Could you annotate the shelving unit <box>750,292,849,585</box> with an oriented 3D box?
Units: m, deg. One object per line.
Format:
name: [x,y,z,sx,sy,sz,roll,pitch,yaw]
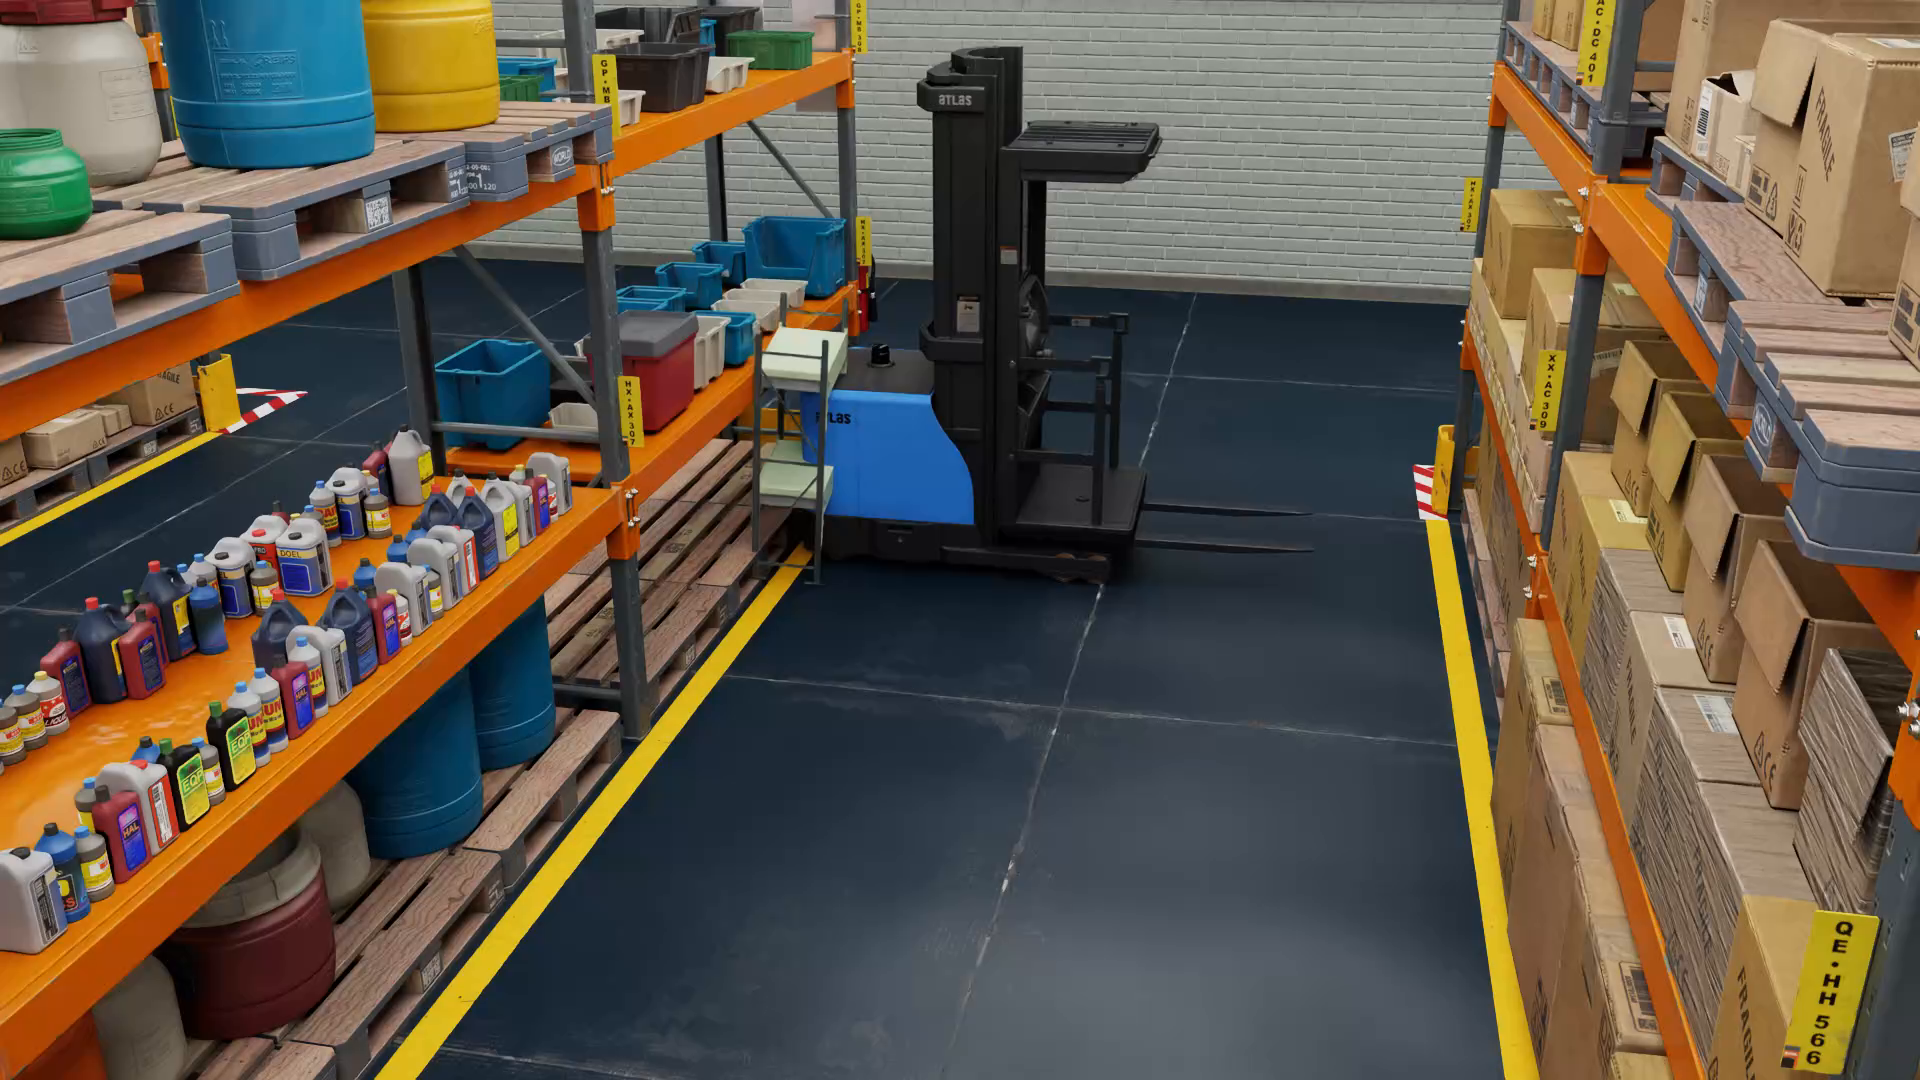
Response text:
shelving unit: [-0.932,-0.591,9.691,0.431,1.500,0.755,6,26,3]

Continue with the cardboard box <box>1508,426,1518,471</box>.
cardboard box: [2.750,-0.407,7.686,0.380,0.149,0.250,5,22,12]

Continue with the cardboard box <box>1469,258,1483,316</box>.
cardboard box: [3.305,-1.482,9.820,0.500,0.250,0.500,4,22,9]

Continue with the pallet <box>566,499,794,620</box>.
pallet: [-1.639,0.091,9.845,1.003,0.211,1.213,4,22,11]

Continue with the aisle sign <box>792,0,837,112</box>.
aisle sign: [-0.880,-3.156,10.694,0.394,0.787,0.004,4,22,11]

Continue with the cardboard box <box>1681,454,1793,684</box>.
cardboard box: [2.466,0.096,4.624,0.797,0.503,0.637,5,23,13]

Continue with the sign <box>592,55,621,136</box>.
sign: [-1.460,-1.836,6.870,0.100,0.325,0.005,4,22,11]

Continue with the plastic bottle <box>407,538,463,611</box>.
plastic bottle: [-1.967,0.111,6.230,0.152,0.276,0.135,4,22,11]

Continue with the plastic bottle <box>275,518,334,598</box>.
plastic bottle: [-2.505,0.065,6.343,0.152,0.276,0.135,4,22,11]

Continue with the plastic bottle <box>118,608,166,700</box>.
plastic bottle: [-2.737,0.379,5.554,0.061,0.283,0.133,4,22,11]

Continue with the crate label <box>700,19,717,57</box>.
crate label: [-1.686,-2.956,9.861,0.408,0.251,0.502,4,22,11]

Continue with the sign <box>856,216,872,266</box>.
sign: [-0.640,-1.986,11.050,0.100,0.325,0.005,4,22,11]

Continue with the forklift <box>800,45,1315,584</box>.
forklift: [0.619,-1.316,9.699,3.031,2.935,1.130,4,22,10]

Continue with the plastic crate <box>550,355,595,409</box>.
plastic crate: [-2.033,-0.813,8.645,0.437,0.125,0.590,4,22,11]

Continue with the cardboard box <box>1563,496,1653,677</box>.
cardboard box: [2.410,0.181,5.754,0.500,0.500,0.500,4,22,11]

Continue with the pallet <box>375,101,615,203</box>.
pallet: [-2.062,-1.493,6.282,1.213,0.211,1.003,4,22,11]

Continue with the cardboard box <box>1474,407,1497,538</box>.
cardboard box: [3.615,-0.537,9.955,0.875,0.875,0.875,4,22,11]

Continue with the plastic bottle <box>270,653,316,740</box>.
plastic bottle: [-2.129,0.481,5.300,0.061,0.283,0.133,4,22,11]

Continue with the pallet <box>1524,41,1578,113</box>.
pallet: [3.279,-2.199,7.902,1.003,0.211,1.213,4,22,11]

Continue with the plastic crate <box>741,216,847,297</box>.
plastic crate: [-1.067,-1.853,10.813,0.616,0.435,0.499,4,22,11]

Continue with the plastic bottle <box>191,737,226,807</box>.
plastic bottle: [-2.237,0.680,4.916,0.097,0.201,0.097,0,22,0]

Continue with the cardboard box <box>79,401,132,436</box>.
cardboard box: [-6.071,-0.856,11.667,0.380,0.166,0.250,4,22,11]

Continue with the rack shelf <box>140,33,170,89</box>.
rack shelf: [-6.438,-2.651,9.869,1.077,0.370,4.000,4,22,11]

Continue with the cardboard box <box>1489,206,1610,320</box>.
cardboard box: [3.103,-1.457,8.755,0.500,0.500,0.500,4,22,9]

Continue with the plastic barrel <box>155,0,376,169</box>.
plastic barrel: [-2.196,-1.666,5.226,0.600,0.901,0.708,4,22,11]

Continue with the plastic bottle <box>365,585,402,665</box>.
plastic bottle: [-2.017,0.280,5.799,0.061,0.283,0.133,4,22,11]

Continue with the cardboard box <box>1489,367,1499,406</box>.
cardboard box: [2.959,-0.785,8.623,0.380,0.149,0.250,4,22,10]

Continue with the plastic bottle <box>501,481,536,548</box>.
plastic bottle: [-1.836,-0.123,6.810,0.152,0.276,0.135,4,22,11]

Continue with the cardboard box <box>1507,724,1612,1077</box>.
cardboard box: [2.558,1.248,5.522,1.225,0.875,0.875,4,22,9]

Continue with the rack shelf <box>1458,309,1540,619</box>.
rack shelf: [3.259,-0.503,8.551,1.077,0.370,4.000,4,22,11]

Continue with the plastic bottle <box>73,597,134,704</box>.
plastic bottle: [-2.843,0.349,5.537,0.144,0.351,0.185,4,22,11]

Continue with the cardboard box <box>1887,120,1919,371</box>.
cardboard box: [2.089,-0.505,2.877,0.797,0.503,0.637,6,23,14]

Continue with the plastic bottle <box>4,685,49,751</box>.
plastic bottle: [-2.942,0.553,5.232,0.097,0.201,0.097,0,22,0]

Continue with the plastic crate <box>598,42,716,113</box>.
plastic crate: [-1.476,-2.247,8.078,0.497,0.269,0.590,4,22,11]

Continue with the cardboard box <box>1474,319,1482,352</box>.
cardboard box: [3.169,-1.160,9.554,0.380,0.149,0.250,4,22,10]

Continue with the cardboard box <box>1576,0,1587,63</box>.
cardboard box: [3.066,-2.272,7.134,0.700,0.500,0.500,6,23,14]

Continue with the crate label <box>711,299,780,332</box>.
crate label: [-1.277,-1.331,9.915,0.396,0.136,0.243,4,22,11]

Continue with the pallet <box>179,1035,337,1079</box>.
pallet: [-2.694,1.982,5.150,1.003,0.211,1.213,4,22,11]

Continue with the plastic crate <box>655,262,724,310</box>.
plastic crate: [-1.689,-1.590,10.430,0.416,0.233,0.300,4,22,11]

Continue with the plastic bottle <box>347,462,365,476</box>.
plastic bottle: [-2.543,-0.194,6.992,0.097,0.271,0.097,0,22,0]

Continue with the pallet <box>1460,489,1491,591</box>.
pallet: [3.580,0.024,10.013,1.003,0.211,1.213,4,22,11]

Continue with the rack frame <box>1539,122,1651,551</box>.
rack frame: [2.851,-0.105,6.600,1.000,3.000,0.127,4,22,11]

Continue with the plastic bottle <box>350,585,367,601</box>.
plastic bottle: [-2.098,0.286,5.800,0.097,0.271,0.097,0,22,0]

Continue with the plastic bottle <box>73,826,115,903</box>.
plastic bottle: [-2.339,0.862,4.463,0.097,0.201,0.097,0,22,0]

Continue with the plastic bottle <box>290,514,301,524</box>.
plastic bottle: [-2.630,-0.005,6.617,0.097,0.201,0.097,0,22,0]

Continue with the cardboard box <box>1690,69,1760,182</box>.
cardboard box: [2.539,-1.256,4.999,0.500,0.311,0.500,4,22,9]

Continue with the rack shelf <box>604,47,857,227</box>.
rack shelf: [-1.590,-2.272,8.928,1.077,0.370,4.000,4,22,11]

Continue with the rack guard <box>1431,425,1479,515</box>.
rack guard: [3.672,-0.418,10.721,1.175,0.500,0.348,4,22,11]

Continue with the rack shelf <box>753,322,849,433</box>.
rack shelf: [-0.905,-0.940,9.518,0.431,0.370,0.720,6,26,3]

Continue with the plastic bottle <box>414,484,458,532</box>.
plastic bottle: [-2.044,-0.042,6.510,0.144,0.351,0.185,4,22,11]

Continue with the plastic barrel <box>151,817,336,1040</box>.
plastic barrel: [-2.501,1.310,5.750,0.600,0.588,0.708,4,22,11]

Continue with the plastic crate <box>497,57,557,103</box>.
plastic crate: [-2.125,-2.154,7.896,0.416,0.233,0.300,4,22,11]

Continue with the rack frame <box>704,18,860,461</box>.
rack frame: [-1.182,-1.946,11.170,1.000,3.000,0.127,4,22,11]

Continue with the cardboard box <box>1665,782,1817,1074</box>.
cardboard box: [2.000,0.930,3.896,0.500,0.500,0.500,4,22,10]

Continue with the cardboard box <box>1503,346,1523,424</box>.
cardboard box: [2.891,-0.731,7.957,0.500,0.250,0.500,5,22,12]

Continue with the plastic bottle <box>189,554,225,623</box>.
plastic bottle: [-2.752,0.181,6.062,0.097,0.271,0.097,0,22,0]
